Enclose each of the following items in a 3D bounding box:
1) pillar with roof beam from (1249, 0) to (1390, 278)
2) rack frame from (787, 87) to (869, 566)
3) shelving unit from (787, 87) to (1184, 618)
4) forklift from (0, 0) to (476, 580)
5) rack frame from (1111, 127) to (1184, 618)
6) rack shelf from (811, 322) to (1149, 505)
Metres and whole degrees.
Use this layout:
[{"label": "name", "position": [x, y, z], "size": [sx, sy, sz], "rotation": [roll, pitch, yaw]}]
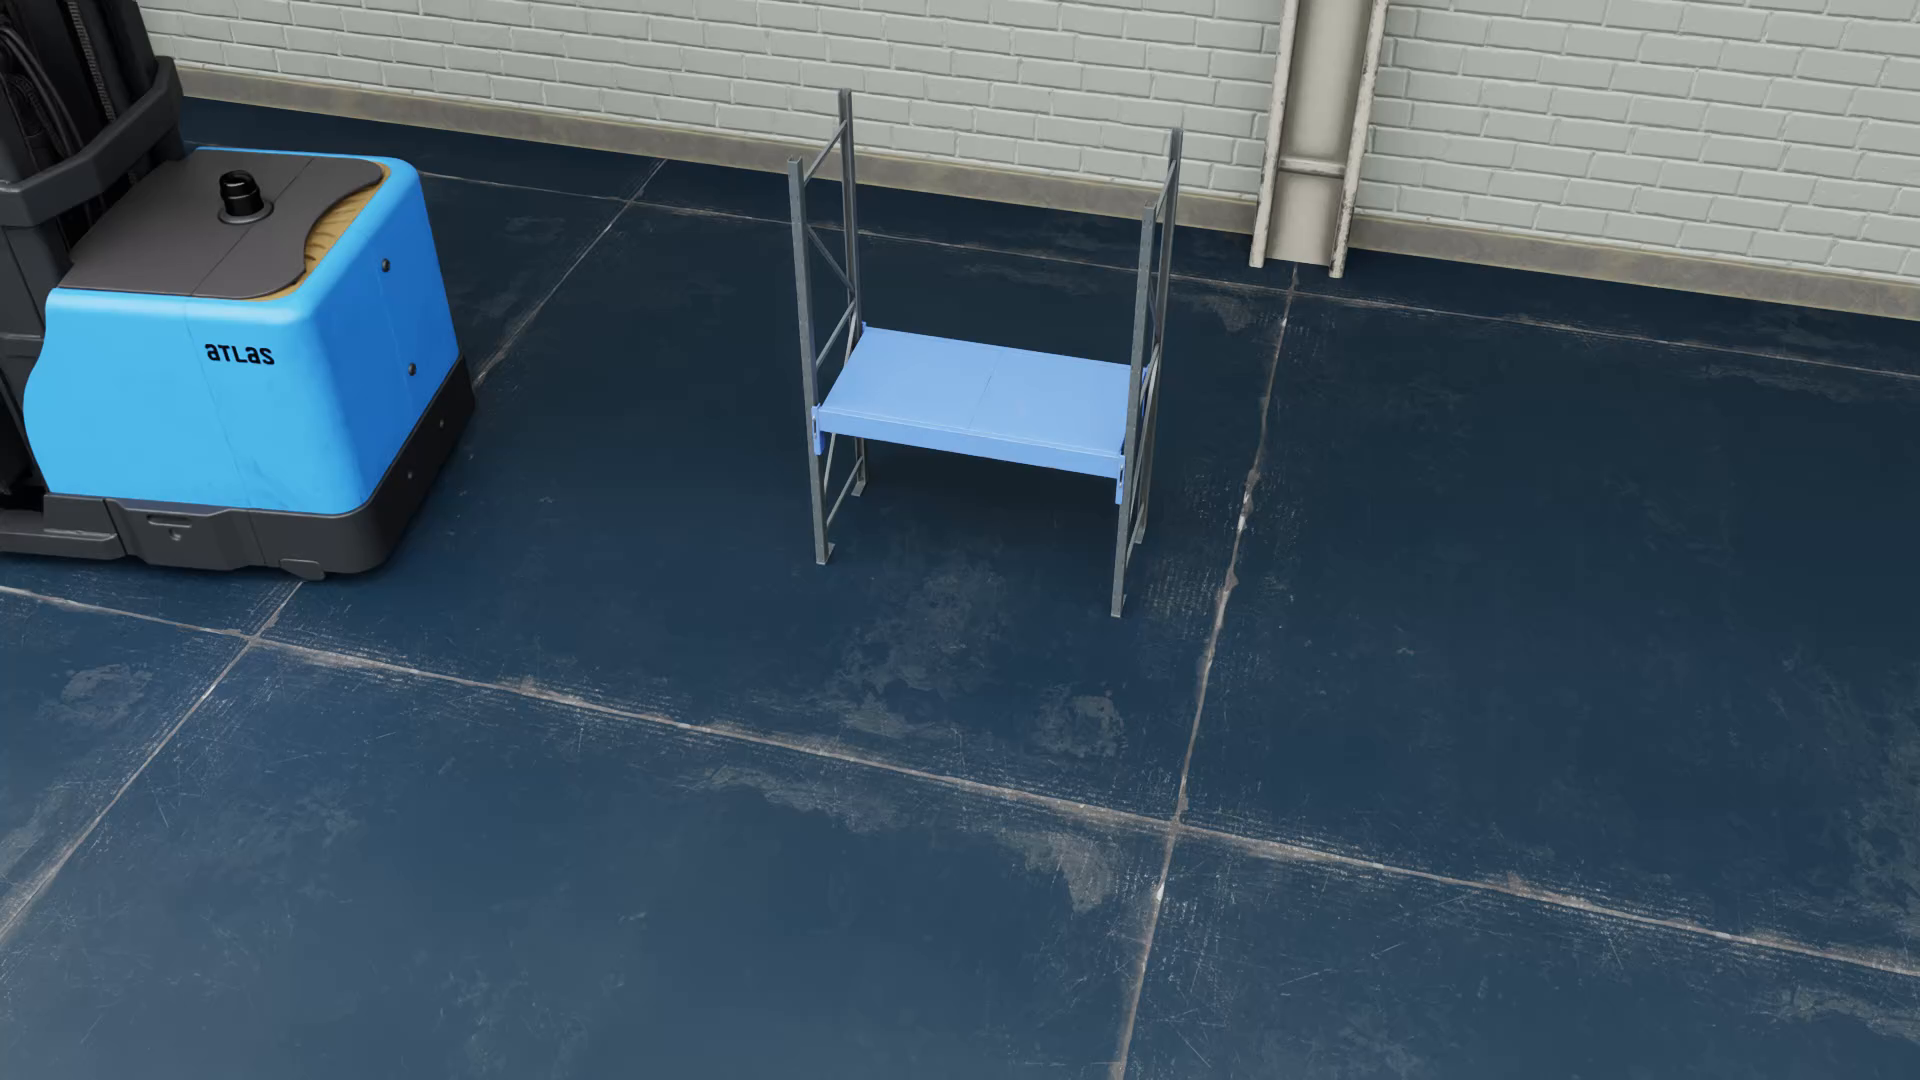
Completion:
[{"label": "pillar with roof beam", "position": [0.362, -2.013, 1.150], "size": [0.400, 9.000, 9.100], "rotation": [10, 41, 11]}, {"label": "rack frame", "position": [-0.409, -0.645, 5.351], "size": [0.032, 1.500, 0.500], "rotation": [10, 41, 11]}, {"label": "shelving unit", "position": [0.082, -0.560, 5.251], "size": [1.048, 1.500, 0.538], "rotation": [10, 41, 11]}, {"label": "forklift", "position": [-3.369, -1.402, 5.140], "size": [3.031, 2.935, 1.130], "rotation": [5, 40, 5]}, {"label": "rack frame", "position": [0.573, -0.476, 5.150], "size": [0.032, 1.500, 0.500], "rotation": [10, 41, 11]}, {"label": "rack shelf", "position": [0.082, -0.422, 5.366], "size": [1.000, 0.185, 0.538], "rotation": [10, 41, 11]}]
